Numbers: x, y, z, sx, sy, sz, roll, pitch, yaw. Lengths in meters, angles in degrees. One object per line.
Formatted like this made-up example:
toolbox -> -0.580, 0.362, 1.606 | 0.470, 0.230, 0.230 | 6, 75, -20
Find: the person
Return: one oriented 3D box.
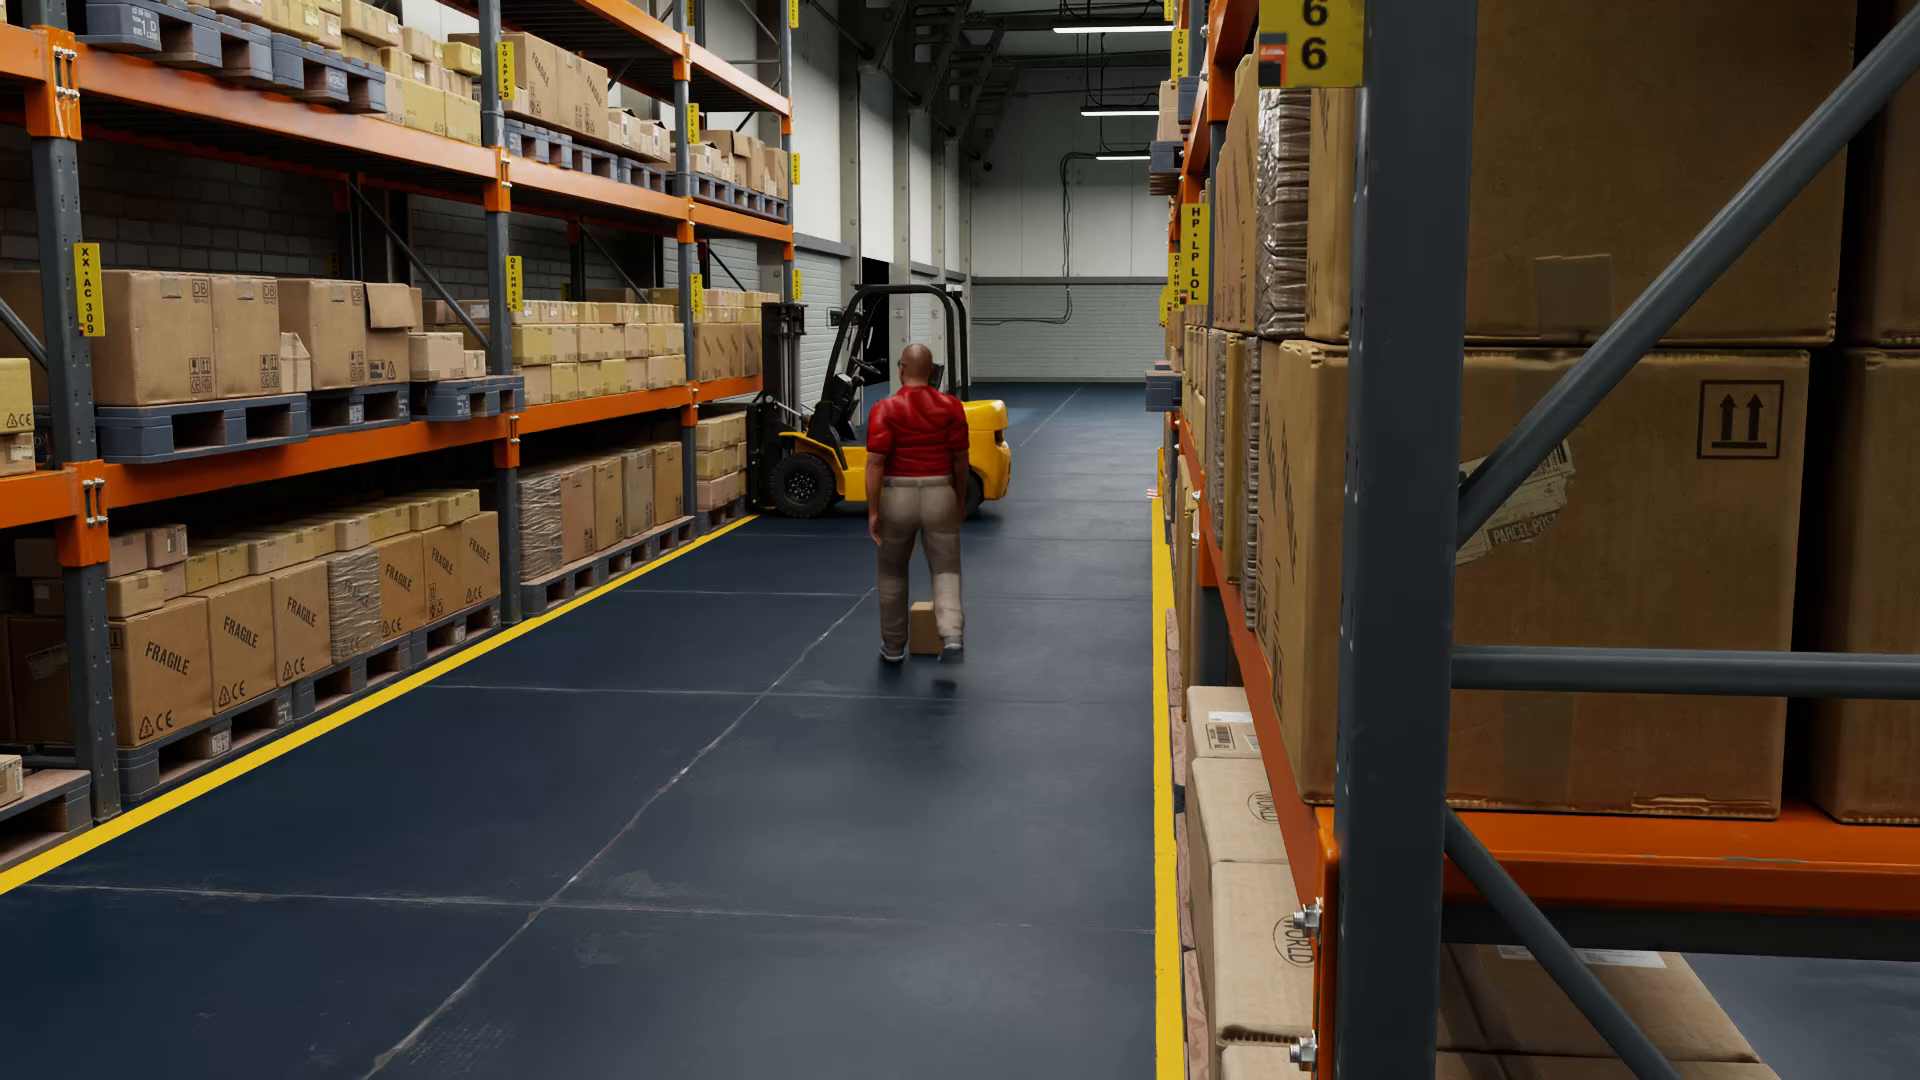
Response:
person -> -0.225, -0.173, 8.644 | 0.549, 1.689, 0.894 | -1, 8, -6
